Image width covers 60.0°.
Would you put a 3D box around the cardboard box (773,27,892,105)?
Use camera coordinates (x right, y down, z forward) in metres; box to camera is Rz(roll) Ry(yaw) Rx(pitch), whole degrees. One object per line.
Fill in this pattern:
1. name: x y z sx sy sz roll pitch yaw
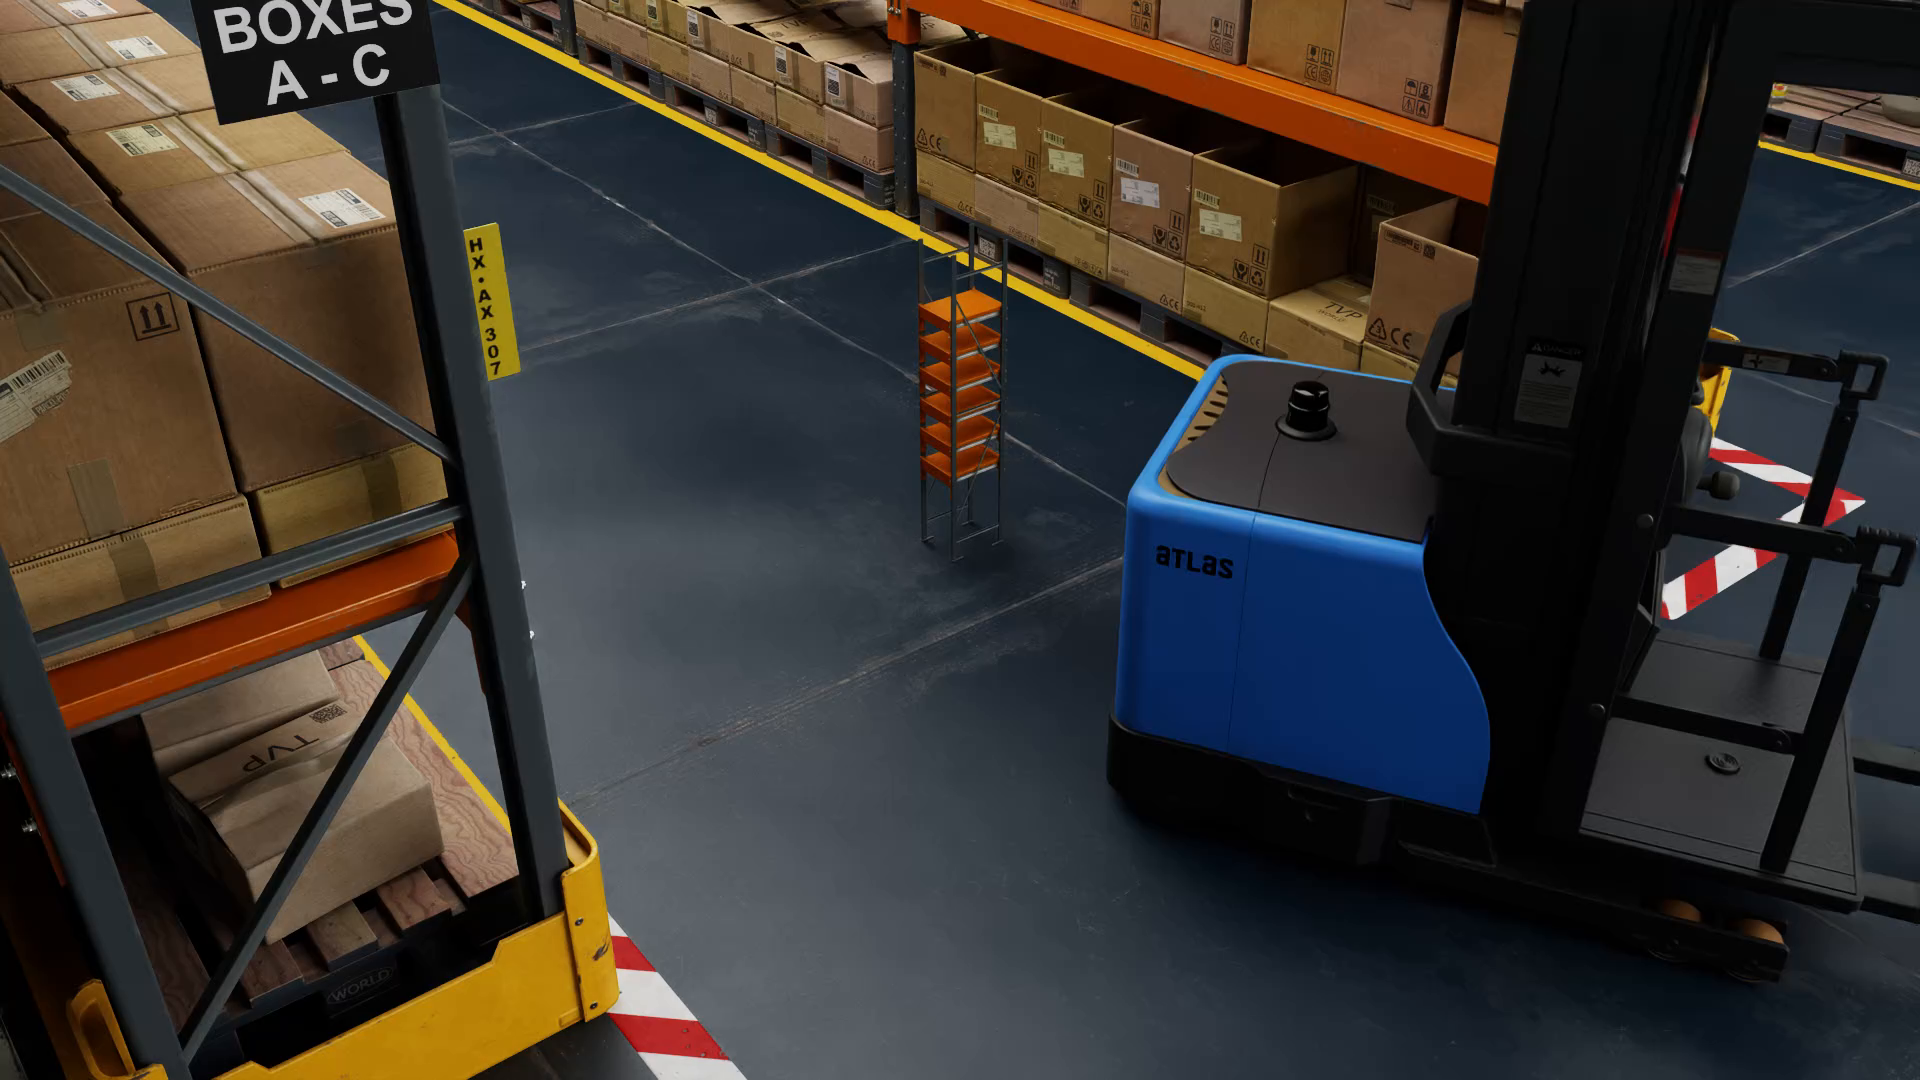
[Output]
1. cardboard box: -0.724 -2.741 9.496 0.500 0.311 0.500 -21 38 -30

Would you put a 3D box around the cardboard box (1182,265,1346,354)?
1. cardboard box: 1.342 -1.085 7.362 0.500 0.250 0.500 -22 38 -31

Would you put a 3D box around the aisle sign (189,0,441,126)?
1. aisle sign: -1.101 -1.102 2.717 0.394 0.787 0.004 -22 38 -31

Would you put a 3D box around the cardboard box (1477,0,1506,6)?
1. cardboard box: 1.982 -2.059 6.012 0.380 0.149 0.250 -21 38 -30

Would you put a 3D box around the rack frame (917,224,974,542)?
1. rack frame: -0.047 -0.542 5.985 0.240 1.200 0.006 -22 38 -31

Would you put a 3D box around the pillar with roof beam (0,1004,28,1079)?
1. pillar with roof beam: 0.905 -3.883 3.973 9.100 9.000 0.400 -22 38 -31

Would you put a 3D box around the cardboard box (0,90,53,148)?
1. cardboard box: -2.461 -0.748 4.024 0.500 0.500 0.500 -23 39 -33

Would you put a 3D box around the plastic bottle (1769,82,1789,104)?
1. plastic bottle: 4.971 -2.757 10.081 0.097 0.201 0.097 0 32 0

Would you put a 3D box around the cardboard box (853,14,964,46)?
1. cardboard box: -0.284 -2.913 9.774 0.500 0.311 0.500 -23 38 -32

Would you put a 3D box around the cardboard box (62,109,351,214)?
1. cardboard box: -1.733 -0.699 3.945 0.500 0.500 0.500 -22 38 -31

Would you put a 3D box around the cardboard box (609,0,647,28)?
1. cardboard box: -1.960 -3.588 10.860 0.500 0.311 0.500 -23 39 -33

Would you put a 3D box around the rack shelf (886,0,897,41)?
1. rack shelf: -1.151 -3.729 10.093 1.077 0.370 4.000 -22 38 -31

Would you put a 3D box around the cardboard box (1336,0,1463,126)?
1. cardboard box: 1.926 -1.993 6.521 0.700 0.500 0.500 -21 38 -30

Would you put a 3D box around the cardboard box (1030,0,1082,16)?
1. cardboard box: 0.681 -2.843 7.890 0.700 0.500 0.500 -23 38 -32

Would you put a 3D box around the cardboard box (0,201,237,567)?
1. cardboard box: -1.840 -0.321 3.336 0.500 0.500 0.500 -23 38 -32

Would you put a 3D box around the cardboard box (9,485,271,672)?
1. cardboard box: -1.822 -0.007 3.541 0.500 0.250 0.500 -22 38 -31

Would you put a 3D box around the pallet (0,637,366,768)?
1. pallet: -2.643 0.365 5.463 1.003 0.211 1.213 -22 38 -31

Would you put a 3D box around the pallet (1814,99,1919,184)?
1. pallet: 5.865 -2.308 9.765 1.003 0.211 1.213 -22 38 -31

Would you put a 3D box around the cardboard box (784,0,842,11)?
1. cardboard box: -0.925 -3.343 10.466 0.500 0.311 0.500 -21 38 -30

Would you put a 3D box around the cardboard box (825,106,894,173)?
1. cardboard box: -0.408 -2.291 9.303 0.500 0.250 0.500 -23 38 -32

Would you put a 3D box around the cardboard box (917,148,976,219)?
1. cardboard box: 0.120 -1.920 8.707 0.500 0.250 0.500 -22 38 -31

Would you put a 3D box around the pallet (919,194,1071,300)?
1. pallet: 0.530 -1.672 8.742 1.003 0.211 1.213 -22 38 -31

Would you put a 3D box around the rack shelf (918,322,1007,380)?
1. rack shelf: 0.009 -0.670 5.821 0.258 0.103 0.180 -22 38 -31

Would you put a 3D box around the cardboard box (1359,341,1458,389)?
1. cardboard box: 1.966 -0.673 6.698 0.500 0.250 0.500 -22 38 -31

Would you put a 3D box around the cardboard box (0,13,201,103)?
1. cardboard box: -2.371 -1.128 4.635 0.500 0.500 0.500 -21 38 -30

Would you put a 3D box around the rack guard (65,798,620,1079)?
1. rack guard: -1.429 1.100 4.005 1.175 0.500 0.348 -22 38 -31

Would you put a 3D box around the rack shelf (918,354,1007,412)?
1. rack shelf: 0.009 -0.568 5.884 0.258 0.103 0.180 -22 38 -31

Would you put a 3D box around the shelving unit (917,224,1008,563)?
1. shelving unit: 0.009 -0.504 5.924 0.258 1.200 0.189 -22 38 -31

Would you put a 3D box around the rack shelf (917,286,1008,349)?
1. rack shelf: 0.009 -0.772 5.757 0.258 0.103 0.180 -22 38 -31

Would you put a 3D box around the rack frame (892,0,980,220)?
1. rack frame: 0.075 -3.201 8.562 1.000 3.000 0.127 -22 38 -31

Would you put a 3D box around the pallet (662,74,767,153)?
1. pallet: -1.160 -2.820 10.591 1.003 0.211 1.213 -22 38 -31

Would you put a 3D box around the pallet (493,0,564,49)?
1. pallet: -2.806 -4.007 12.502 1.003 0.211 1.213 -22 38 -31

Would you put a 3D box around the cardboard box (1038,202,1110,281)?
1. cardboard box: 0.725 -1.500 8.031 0.500 0.250 0.500 -22 38 -31

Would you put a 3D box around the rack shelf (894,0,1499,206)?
1. rack shelf: 1.302 -2.062 7.409 1.077 0.370 4.000 -22 38 -31

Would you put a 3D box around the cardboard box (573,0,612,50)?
1. cardboard box: -2.288 -3.566 11.356 0.500 0.250 0.500 -22 38 -32

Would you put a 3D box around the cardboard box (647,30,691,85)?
1. cardboard box: -1.656 -3.142 10.673 0.500 0.250 0.500 -23 39 -33

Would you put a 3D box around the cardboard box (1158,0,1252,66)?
1. cardboard box: 1.300 -2.420 7.208 0.700 0.500 0.500 -21 38 -30

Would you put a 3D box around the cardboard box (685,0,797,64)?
1. cardboard box: -1.333 -3.160 10.172 0.500 0.311 0.500 -23 38 -32

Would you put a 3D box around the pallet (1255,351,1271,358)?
1. pallet: 2.026 -0.655 7.104 1.003 0.211 1.213 -22 38 -31

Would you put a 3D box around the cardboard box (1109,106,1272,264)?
1. cardboard box: 1.034 -1.611 7.499 0.500 0.500 0.500 -22 38 -31

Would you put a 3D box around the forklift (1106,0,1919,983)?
1. forklift: 2.005 -0.401 4.117 3.031 2.935 1.130 12 34 19

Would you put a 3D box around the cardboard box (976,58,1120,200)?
1. cardboard box: 0.425 -2.030 8.173 0.500 0.500 0.500 -22 38 -31

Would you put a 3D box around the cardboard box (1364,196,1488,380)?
1. cardboard box: 1.964 -0.990 6.499 0.500 0.500 0.500 -22 38 -31

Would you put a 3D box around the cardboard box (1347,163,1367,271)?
1. cardboard box: 1.750 -1.571 7.433 0.500 0.500 0.500 -22 38 -31

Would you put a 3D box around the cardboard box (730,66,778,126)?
1. cardboard box: -1.031 -2.715 9.987 0.500 0.250 0.500 -21 38 -30

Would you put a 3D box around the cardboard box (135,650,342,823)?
1. cardboard box: -2.085 0.470 4.781 0.500 0.311 0.500 -19 37 -28

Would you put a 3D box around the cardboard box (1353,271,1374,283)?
1. cardboard box: 2.065 -1.047 7.301 0.500 0.250 0.500 -22 38 -31
